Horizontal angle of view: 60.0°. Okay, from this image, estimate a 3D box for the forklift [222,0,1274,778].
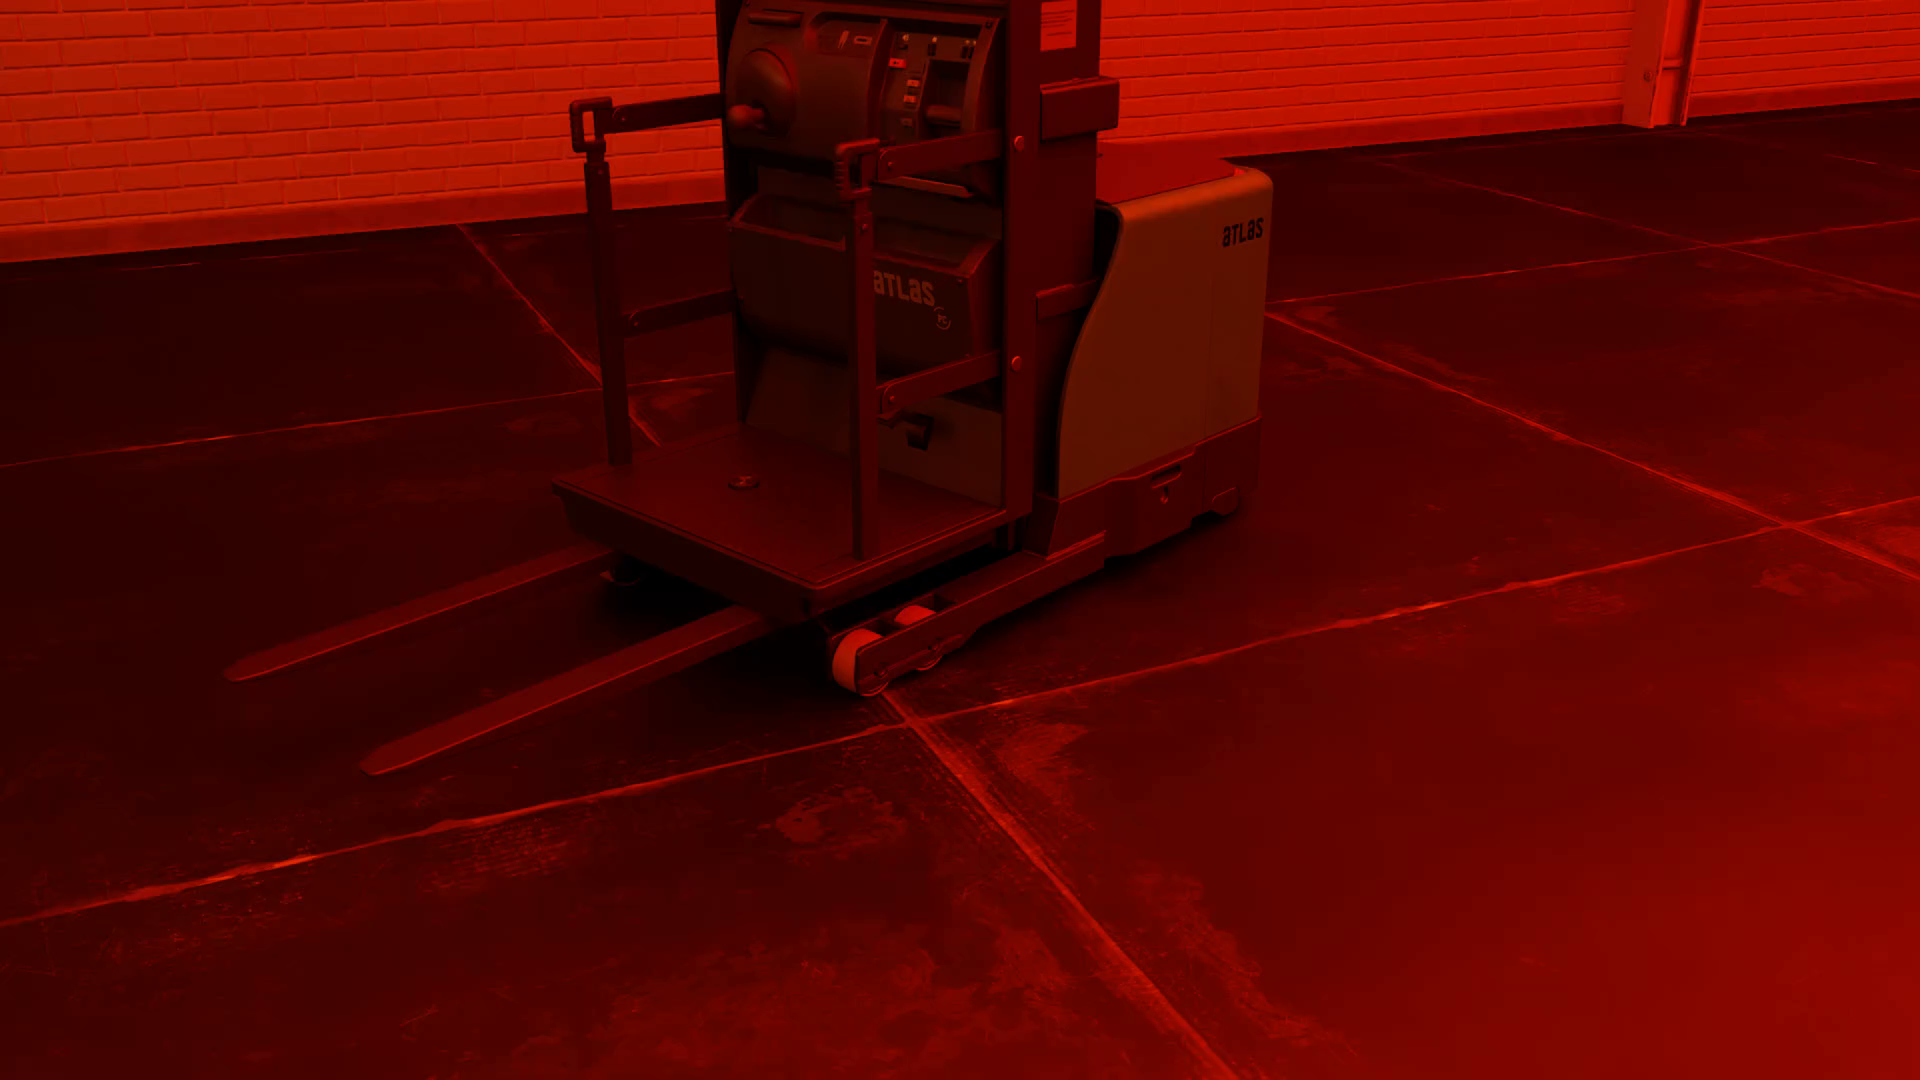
[{"bbox_3d":[-0.413,-1.182,4.131,1.130,2.935,3.031,19,29,39],"label":"forklift"}]
